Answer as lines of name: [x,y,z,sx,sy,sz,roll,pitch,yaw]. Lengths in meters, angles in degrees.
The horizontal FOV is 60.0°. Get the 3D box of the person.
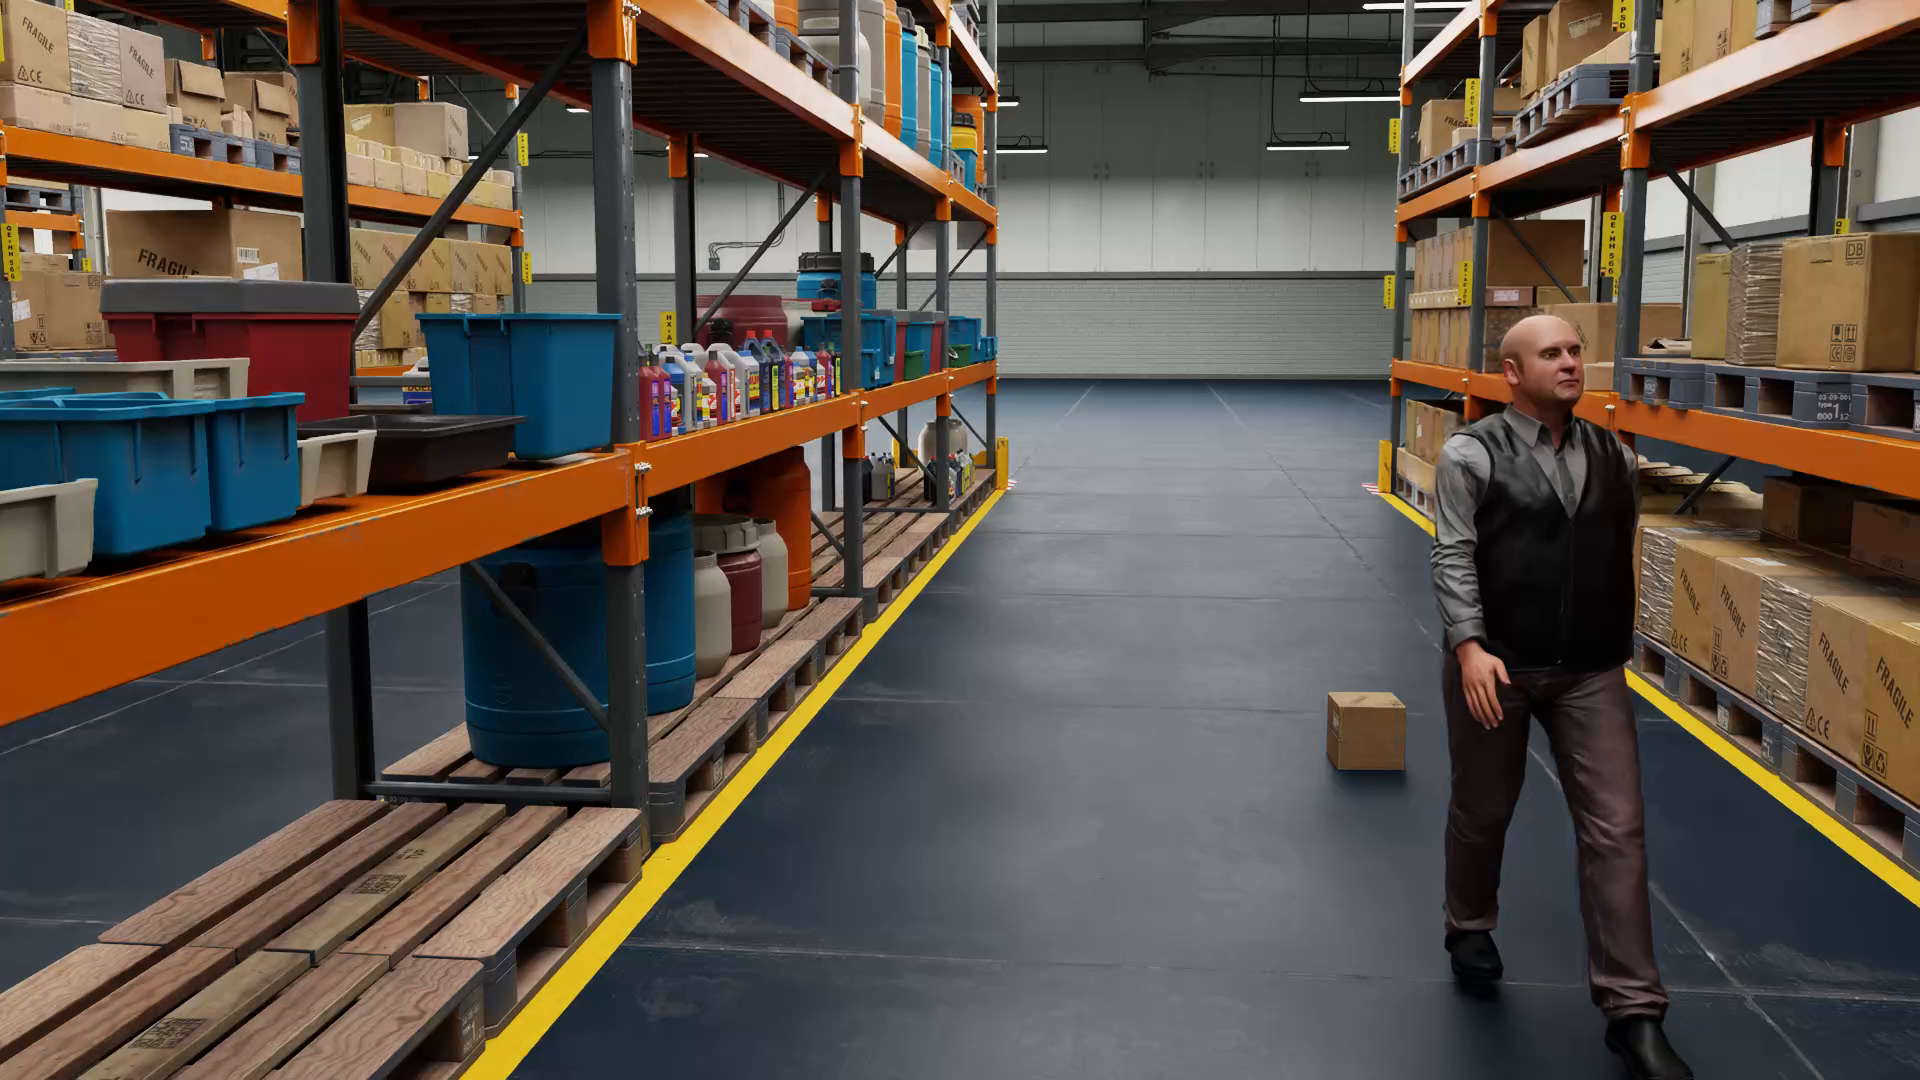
person: [1.382,0.315,3.898,0.539,1.673,0.949,0,8,0]
